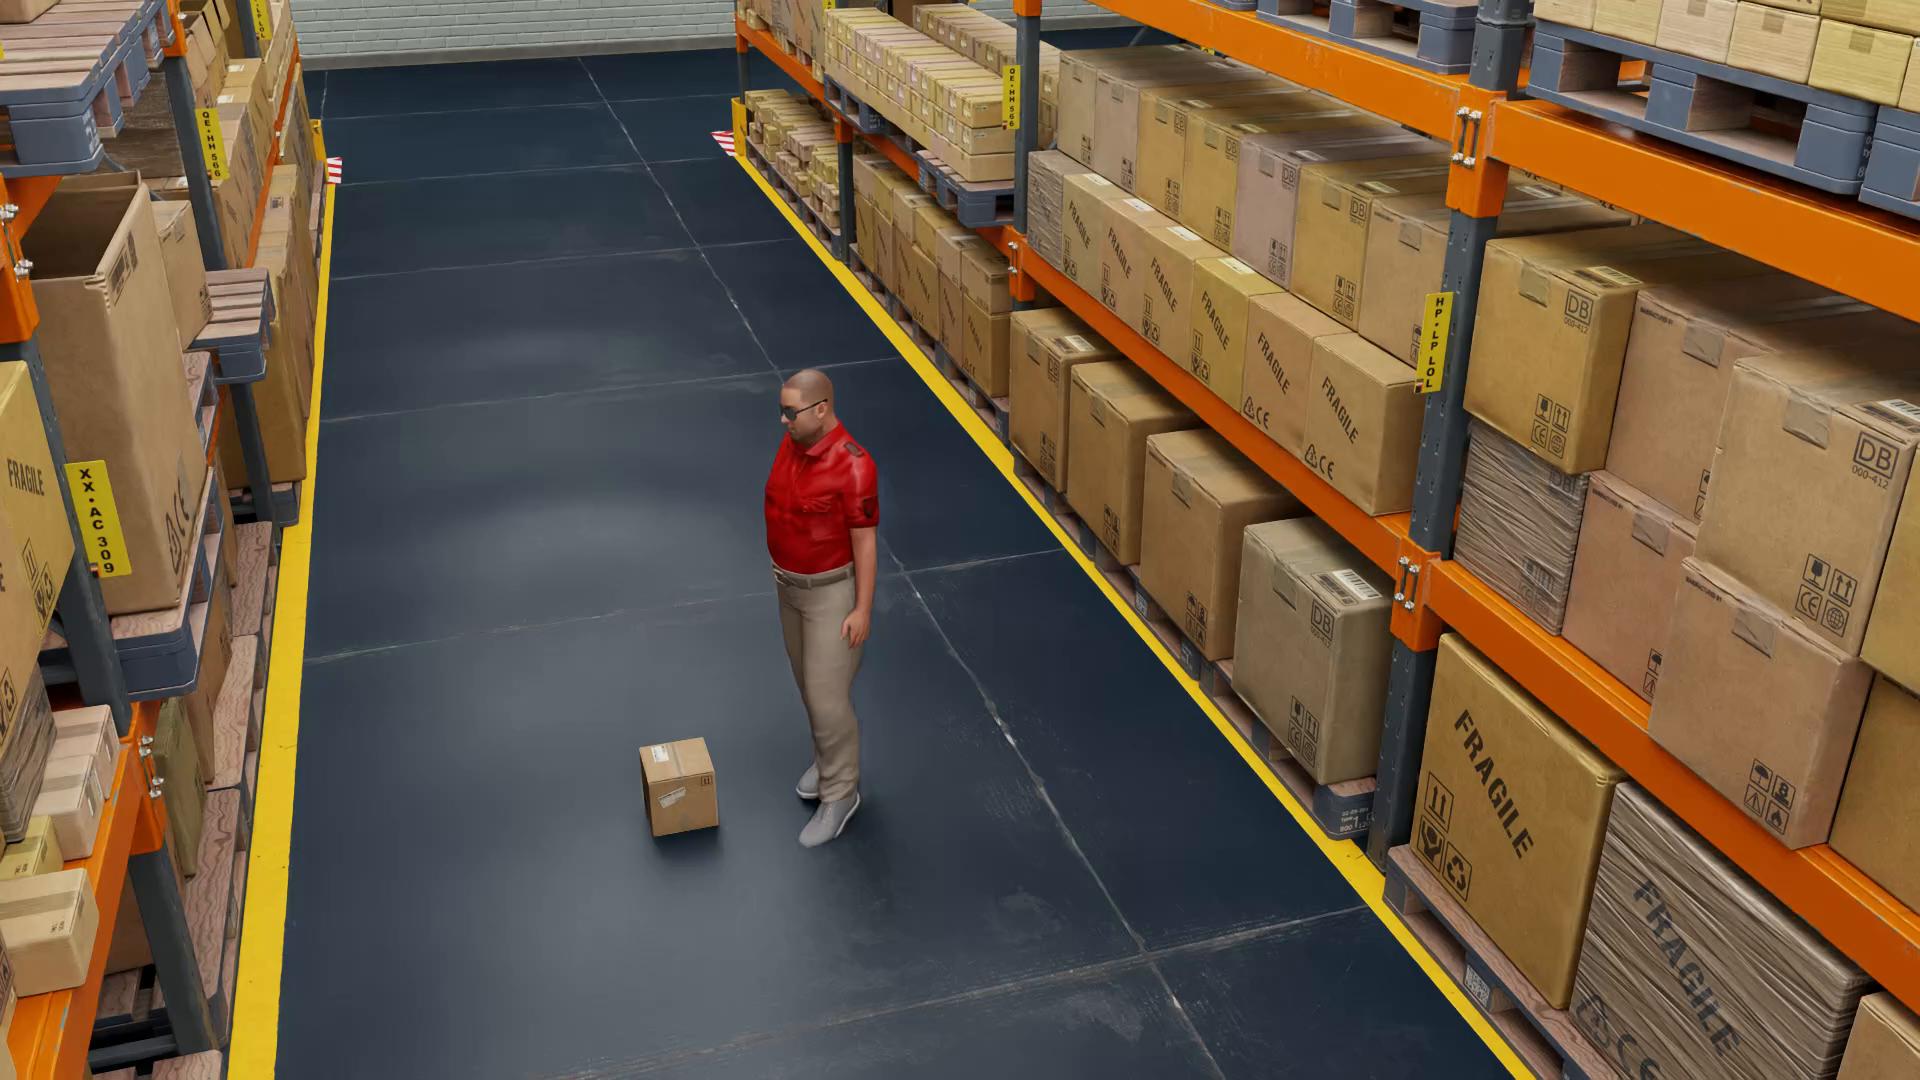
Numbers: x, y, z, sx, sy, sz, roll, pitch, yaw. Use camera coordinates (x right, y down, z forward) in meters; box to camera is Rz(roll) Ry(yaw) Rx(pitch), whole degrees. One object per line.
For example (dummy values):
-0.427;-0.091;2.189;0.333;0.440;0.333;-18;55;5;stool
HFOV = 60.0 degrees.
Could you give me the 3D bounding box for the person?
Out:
-0.570;0.238;6.182;0.495;1.766;0.578;-21;33;-36;person
